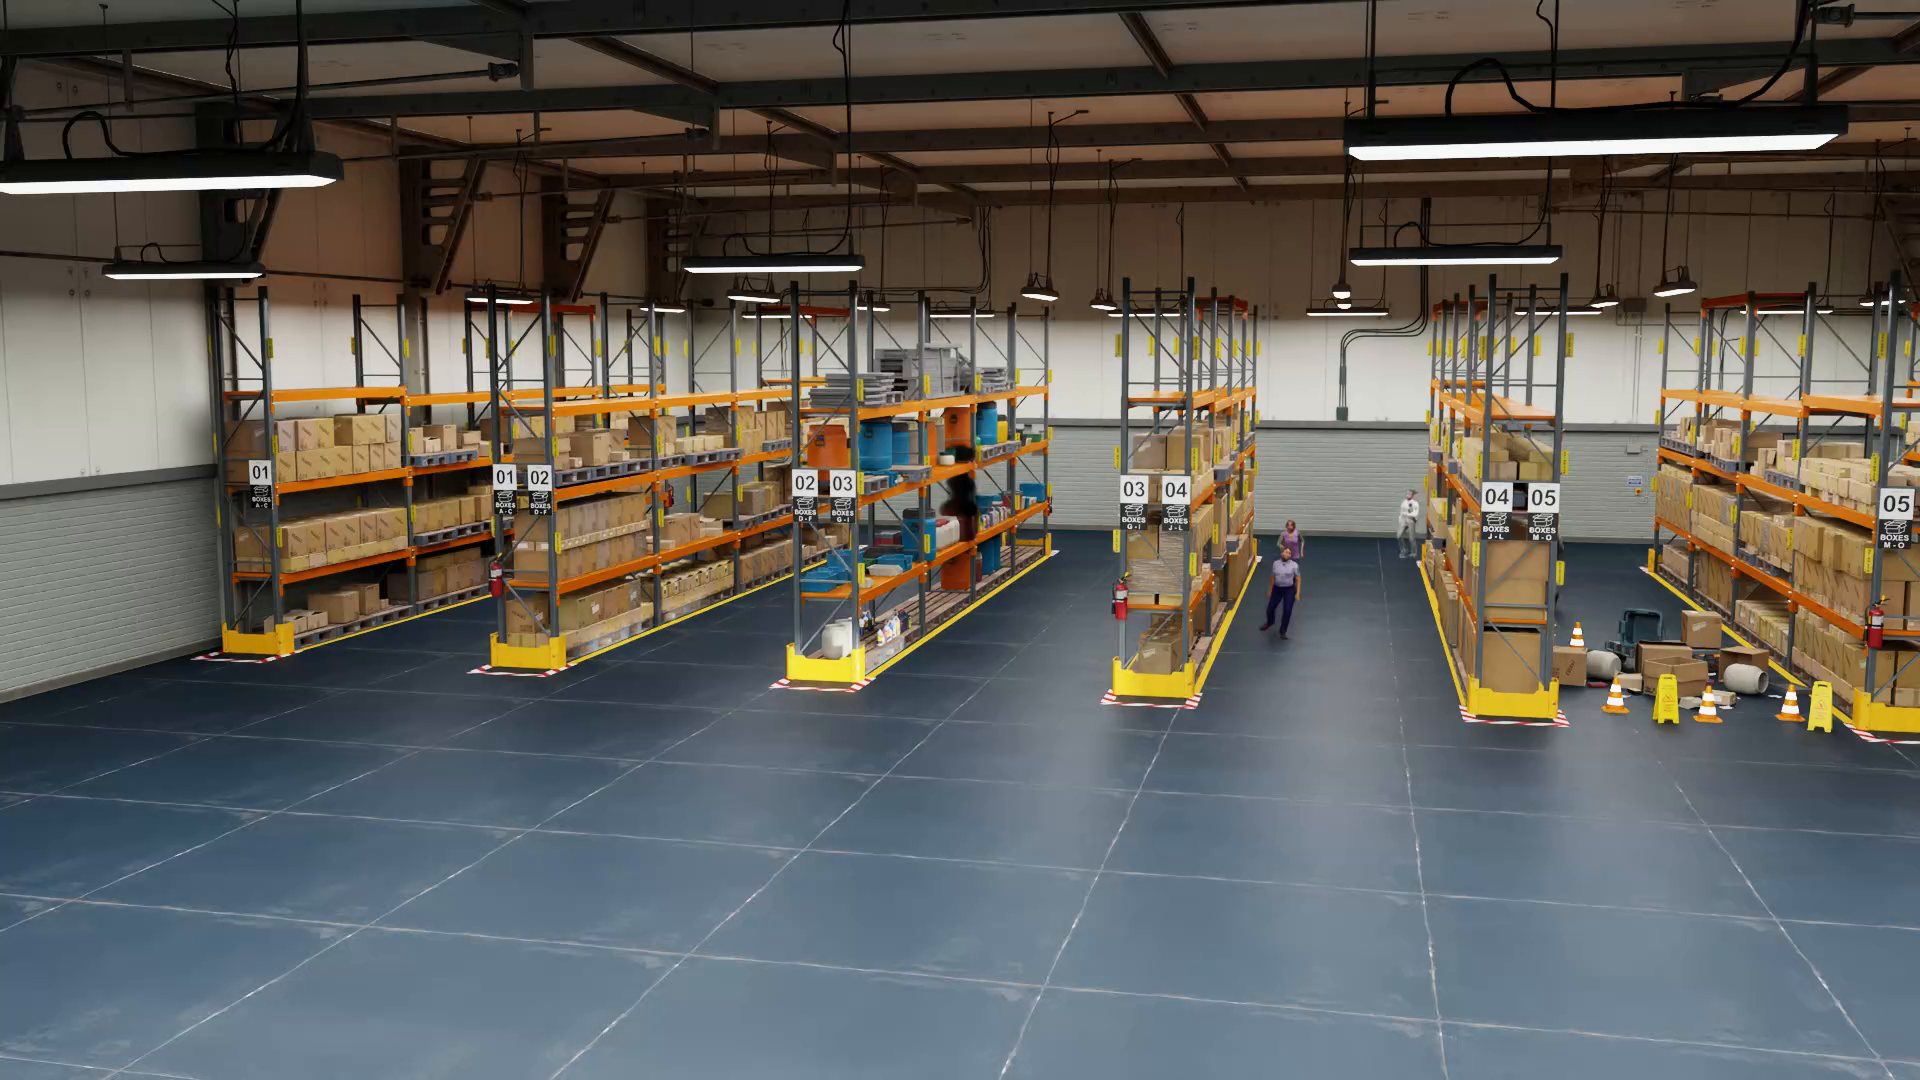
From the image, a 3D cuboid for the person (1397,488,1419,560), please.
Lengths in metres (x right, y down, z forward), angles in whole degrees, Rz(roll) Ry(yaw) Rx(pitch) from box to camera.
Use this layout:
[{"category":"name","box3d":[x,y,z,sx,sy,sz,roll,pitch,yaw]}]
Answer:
[{"category":"person","box3d":[10.653,-0.377,39.566,0.569,1.717,0.695,6,9,44]}]

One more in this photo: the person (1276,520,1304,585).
[{"category":"person","box3d":[6.569,0.385,33.095,0.540,1.609,0.861,1,7,12]}]

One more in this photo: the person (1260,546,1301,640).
[{"category":"person","box3d":[5.553,0.899,28.816,0.738,1.617,0.514,3,7,21]}]

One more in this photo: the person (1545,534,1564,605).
[{"category":"person","box3d":[11.421,0.472,32.285,0.656,1.679,0.797,0,7,4]}]

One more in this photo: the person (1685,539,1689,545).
[{"category":"person","box3d":[16.828,-0.182,38.053,0.717,1.657,0.649,4,8,32]}]
